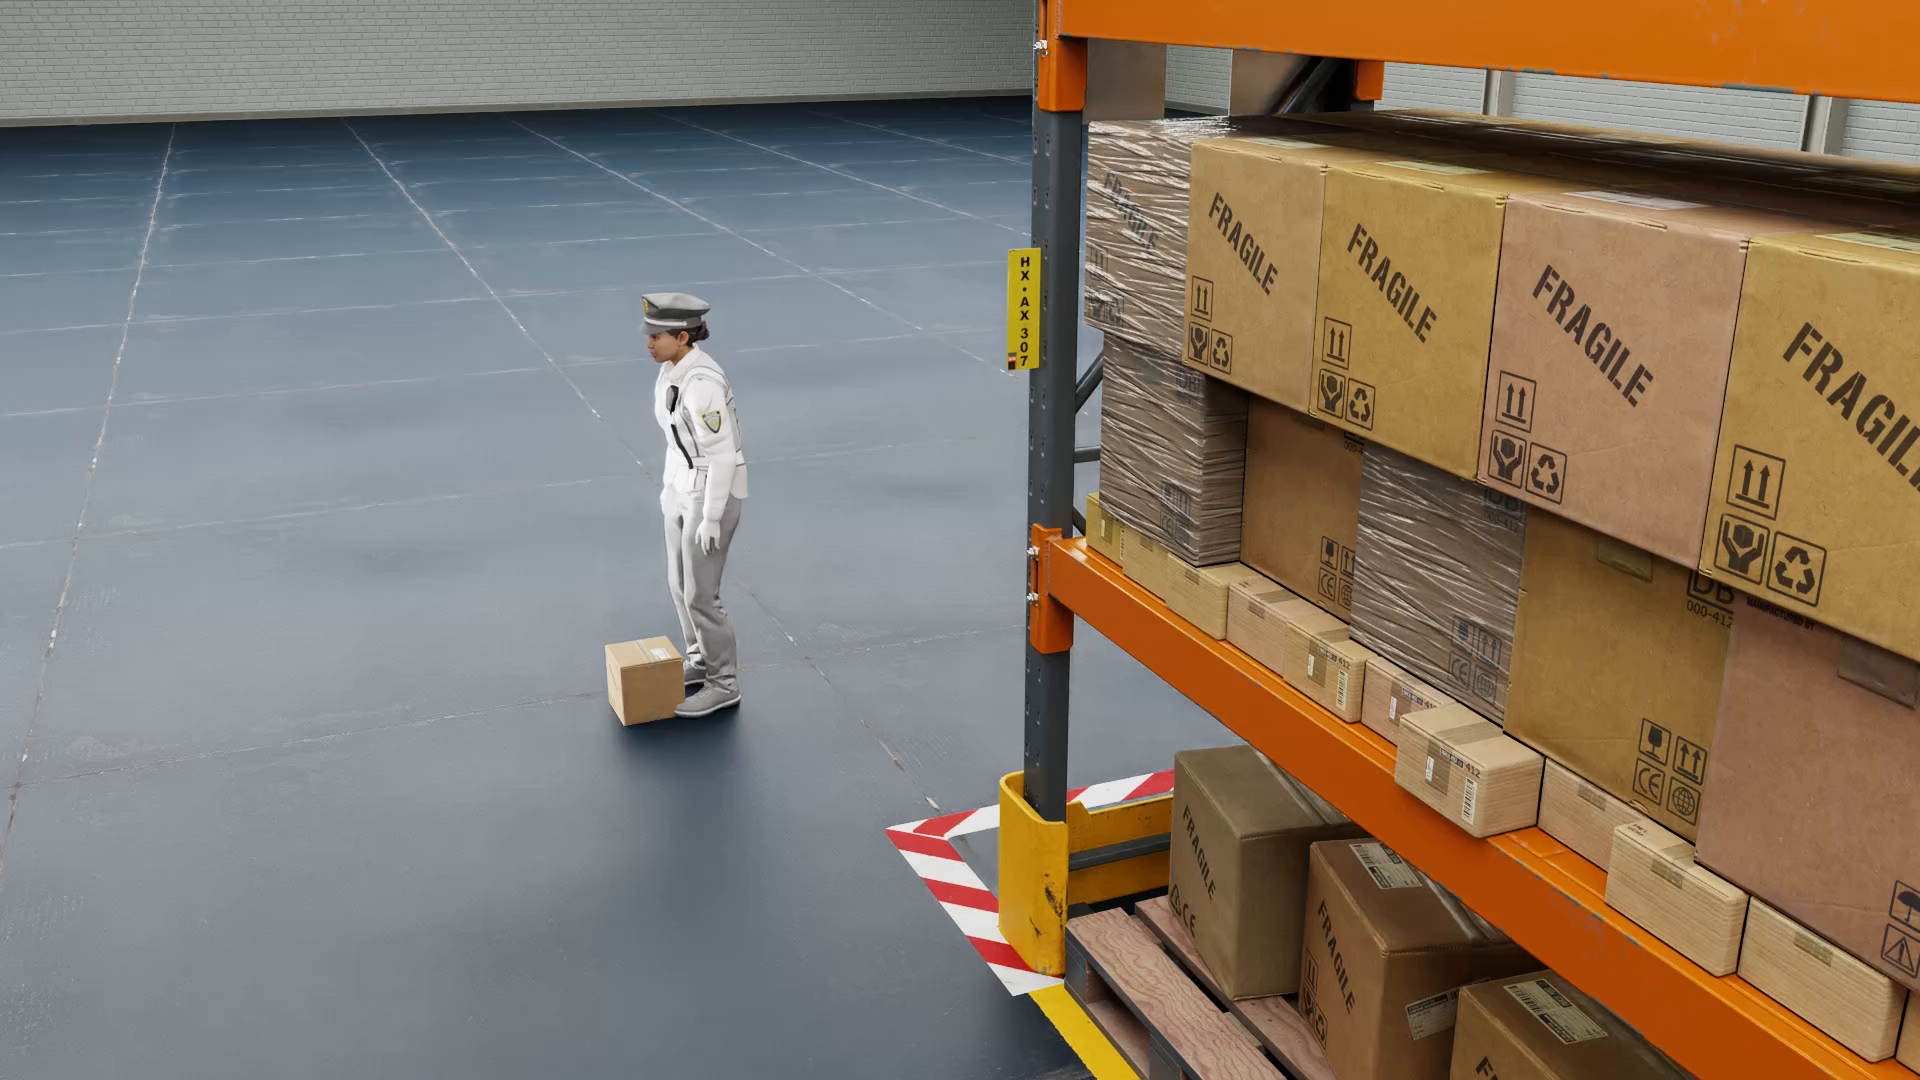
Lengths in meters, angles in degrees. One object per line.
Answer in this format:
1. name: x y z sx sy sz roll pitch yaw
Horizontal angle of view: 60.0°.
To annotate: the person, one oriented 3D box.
1. person: -1.027 -0.142 6.470 0.376 1.664 0.546 -9 21 -25
